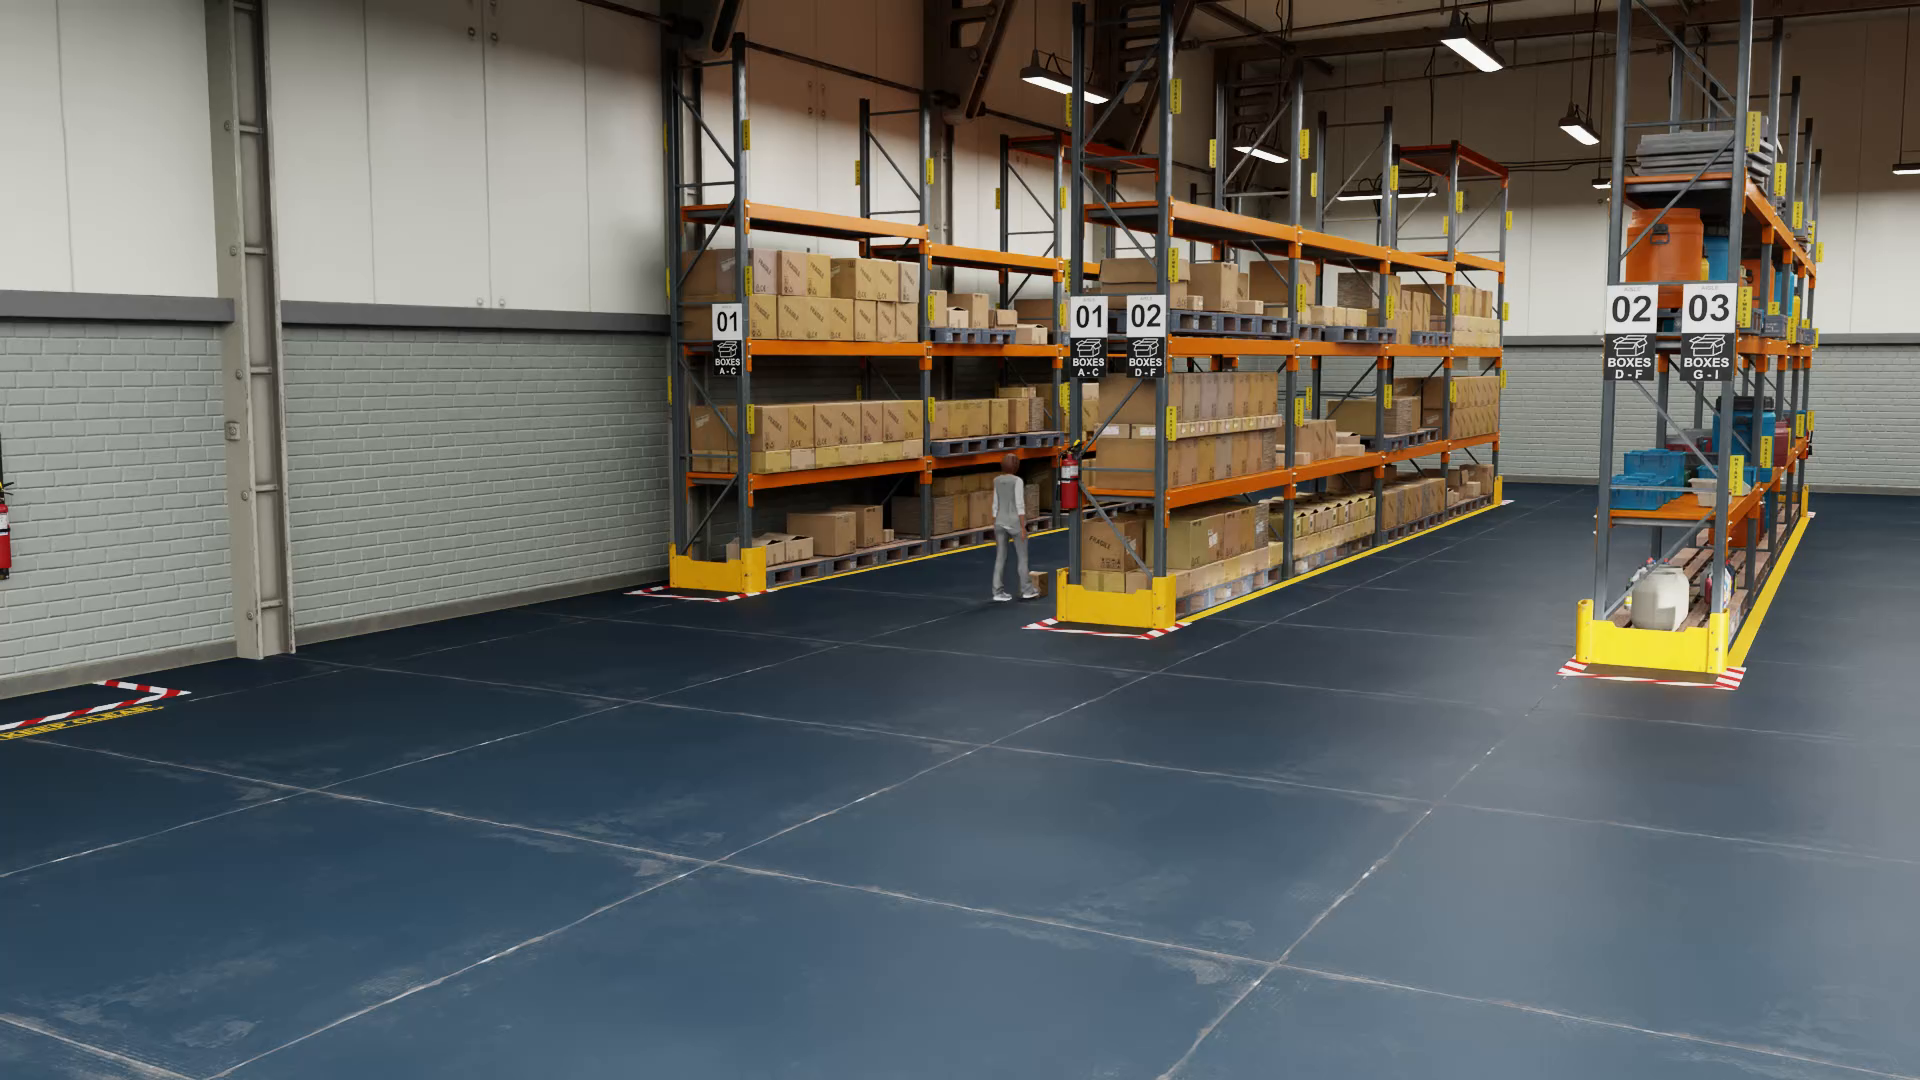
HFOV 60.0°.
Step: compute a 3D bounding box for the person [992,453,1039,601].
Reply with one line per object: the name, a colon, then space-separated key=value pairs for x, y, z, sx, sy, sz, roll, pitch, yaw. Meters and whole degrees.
person: x=0.592 y=-0.148 z=17.900 sx=0.427 sy=1.588 sz=0.657 roll=4 pitch=7 yaw=34
